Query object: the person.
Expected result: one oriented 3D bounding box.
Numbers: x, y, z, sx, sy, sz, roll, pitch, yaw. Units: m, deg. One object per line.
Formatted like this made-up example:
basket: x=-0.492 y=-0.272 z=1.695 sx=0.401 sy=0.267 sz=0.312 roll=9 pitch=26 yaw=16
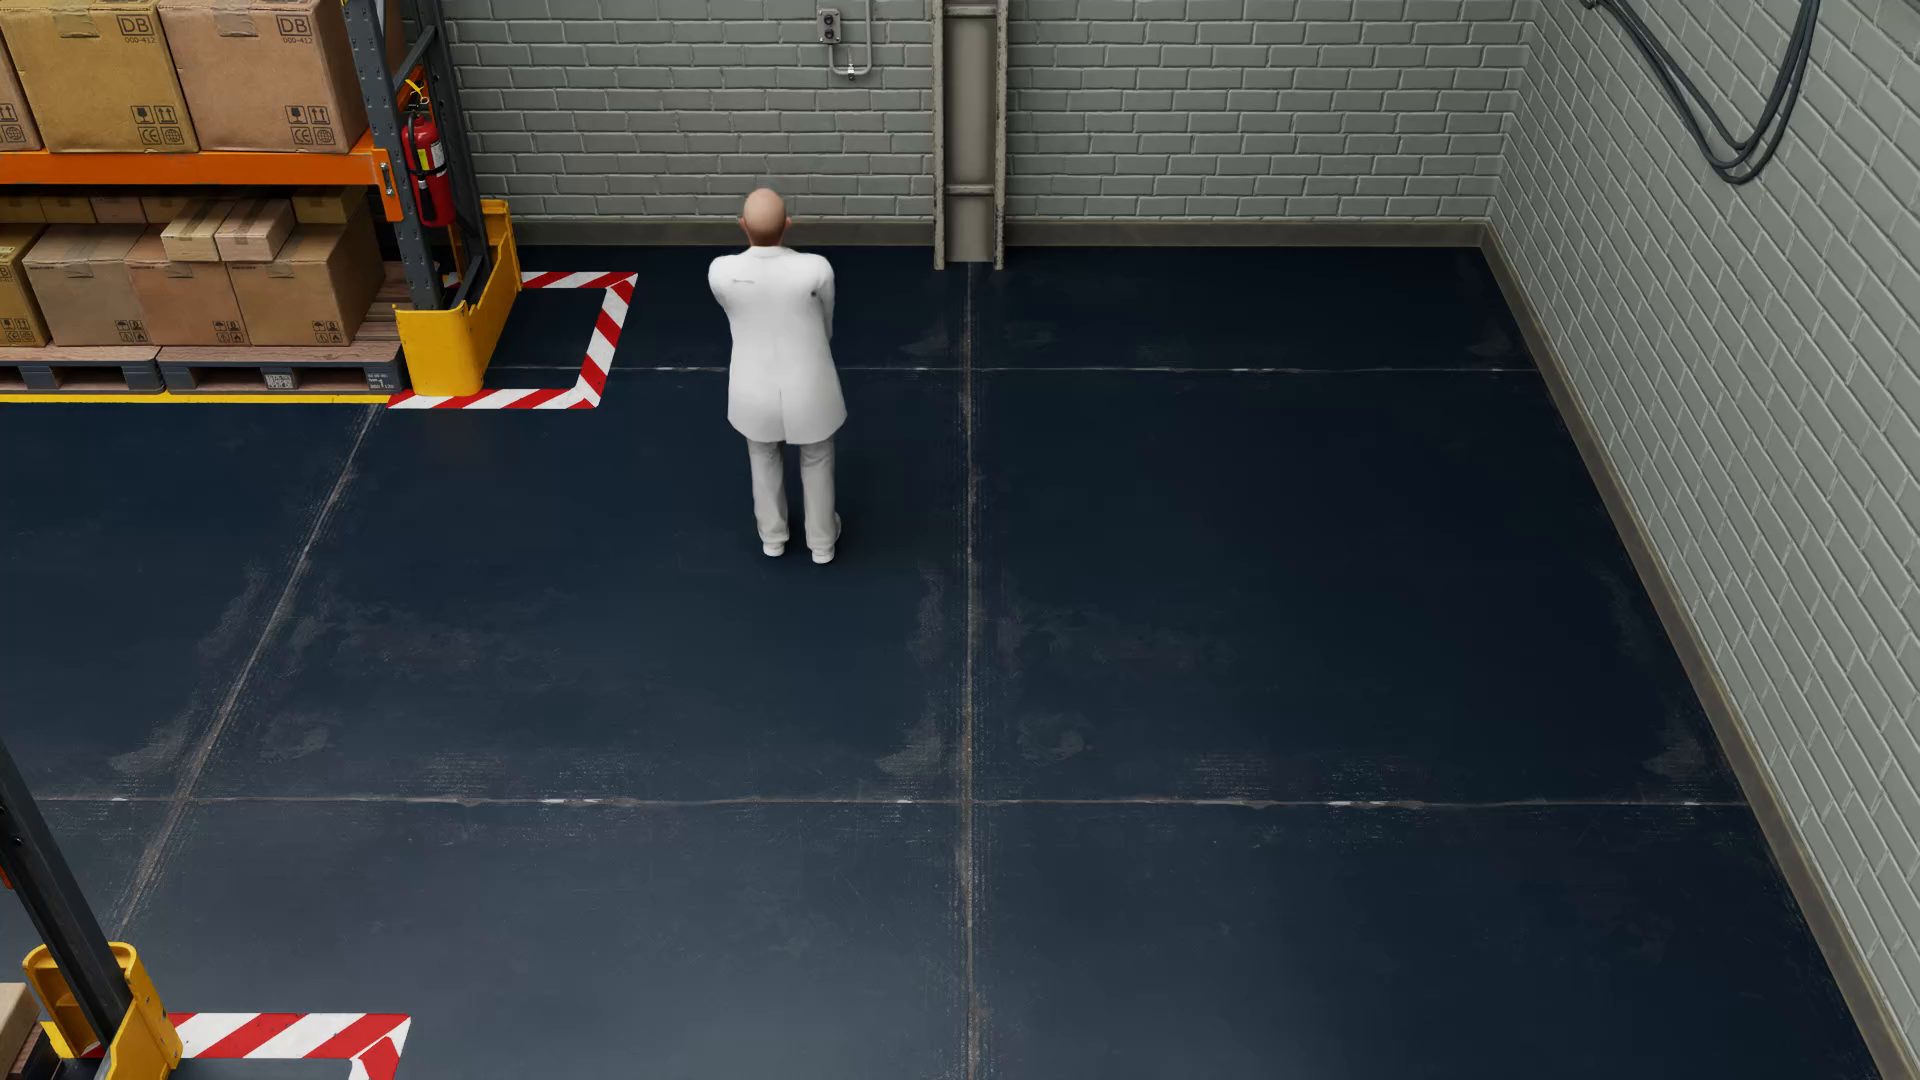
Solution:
person: x=-0.748 y=-0.729 z=7.068 sx=0.527 sy=1.780 sz=0.551 roll=-1 pitch=39 yaw=-1
